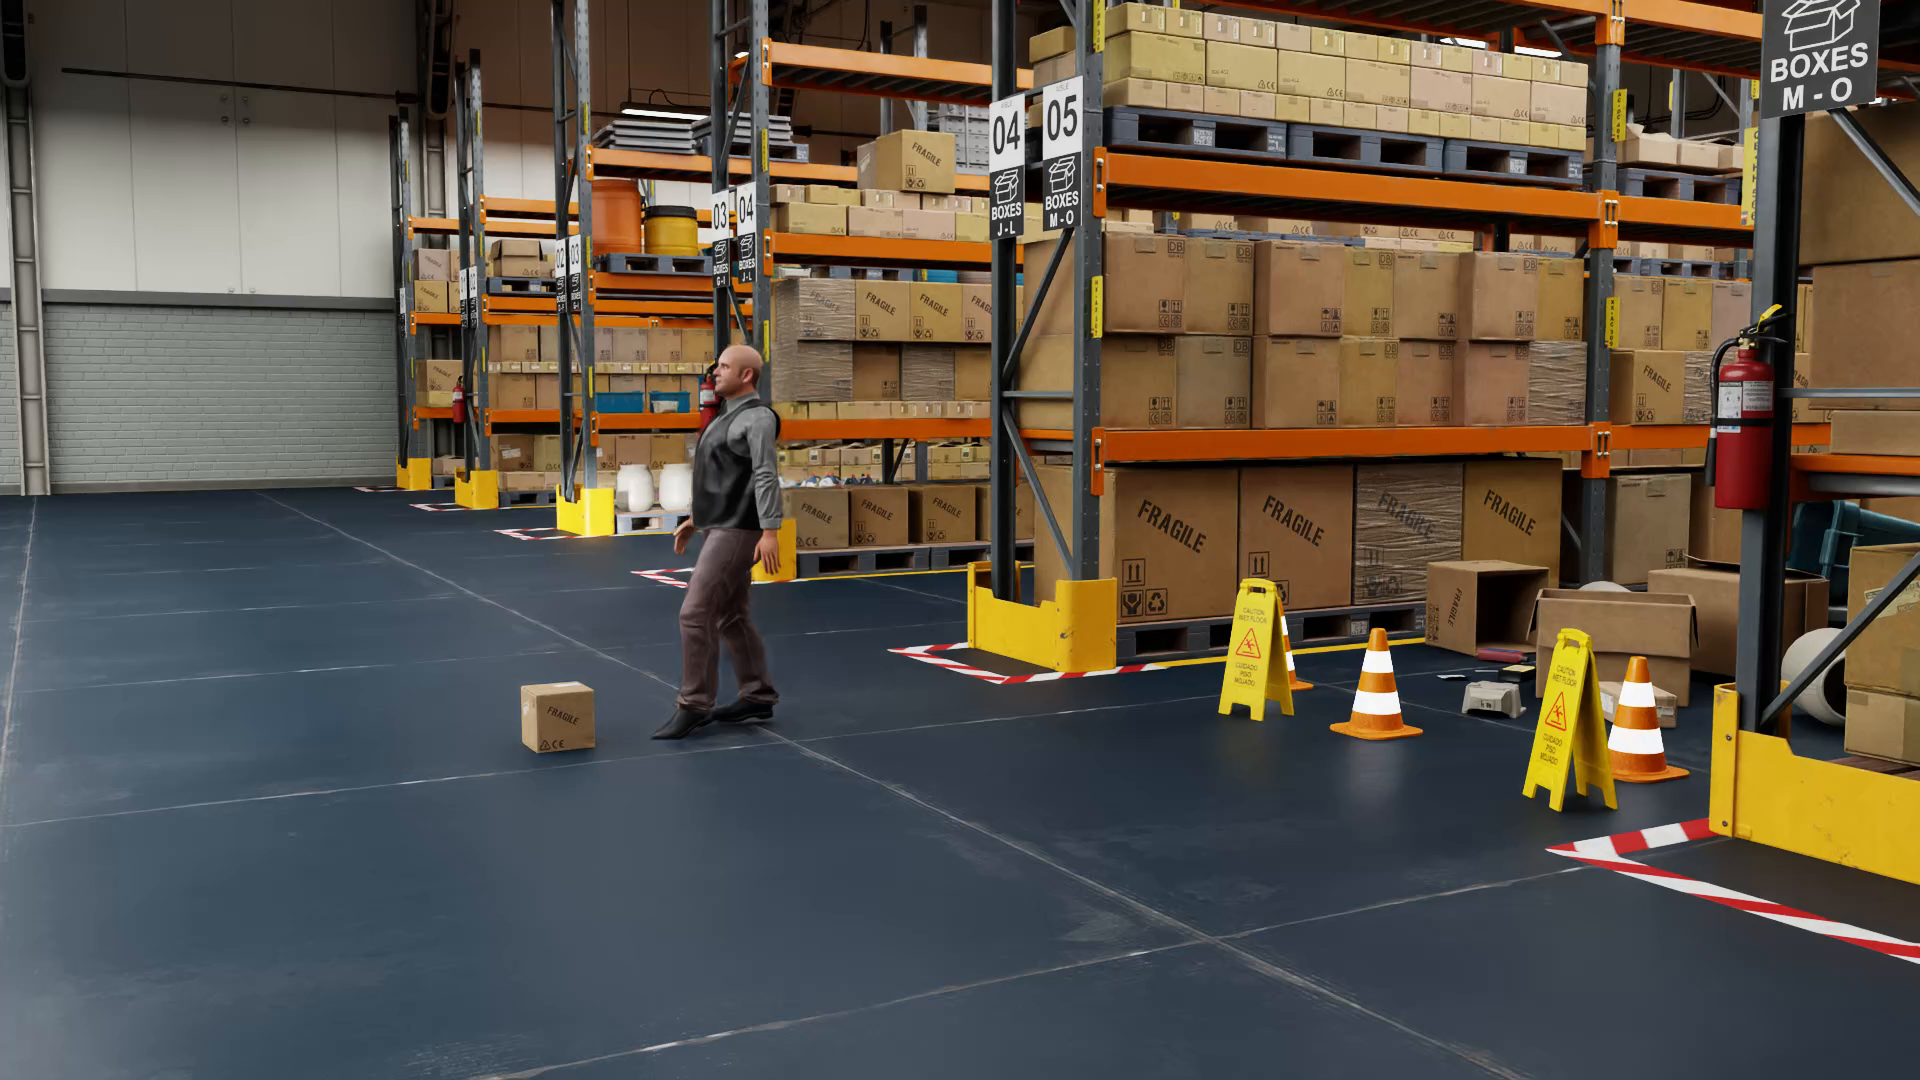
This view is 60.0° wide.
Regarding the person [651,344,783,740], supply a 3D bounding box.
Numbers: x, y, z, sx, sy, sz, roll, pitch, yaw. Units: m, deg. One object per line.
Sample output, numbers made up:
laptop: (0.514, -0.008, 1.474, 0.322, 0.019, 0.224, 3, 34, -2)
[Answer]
person: (-1.119, 0.001, 7.478, 0.620, 1.752, 0.584, -2, 5, -19)
